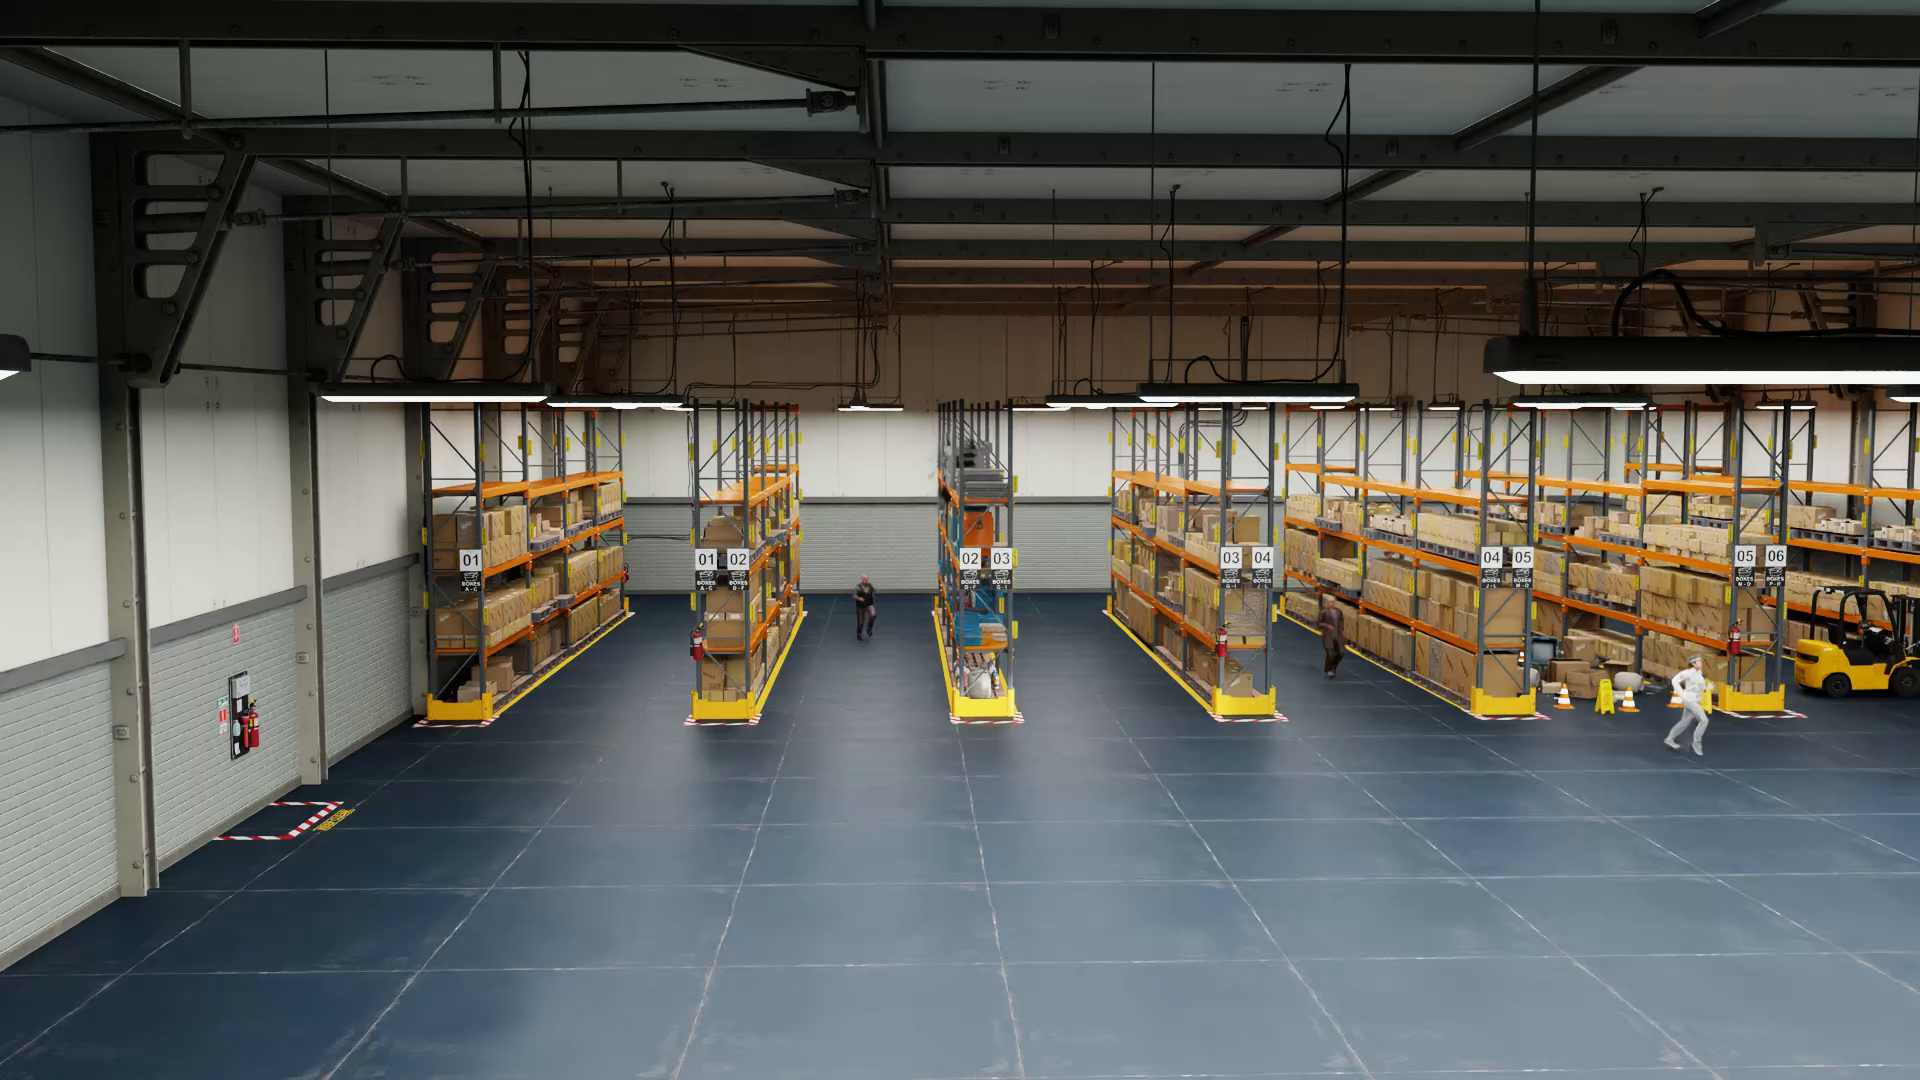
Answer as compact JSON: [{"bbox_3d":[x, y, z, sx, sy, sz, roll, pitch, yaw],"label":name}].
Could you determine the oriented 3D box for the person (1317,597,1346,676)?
[{"bbox_3d":[8.098,2.109,36.034,0.697,1.741,0.639,-1,4,-13],"label":"person"}]

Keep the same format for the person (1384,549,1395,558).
[{"bbox_3d":[12.747,1.097,49.256,0.852,1.817,0.675,1,4,9],"label":"person"}]

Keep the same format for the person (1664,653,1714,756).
[{"bbox_3d":[12.319,2.759,28.085,0.762,1.730,0.592,4,6,43],"label":"person"}]

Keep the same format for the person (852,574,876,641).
[{"bbox_3d":[-2.387,1.688,41.425,0.613,1.696,0.911,-1,4,-14],"label":"person"}]
